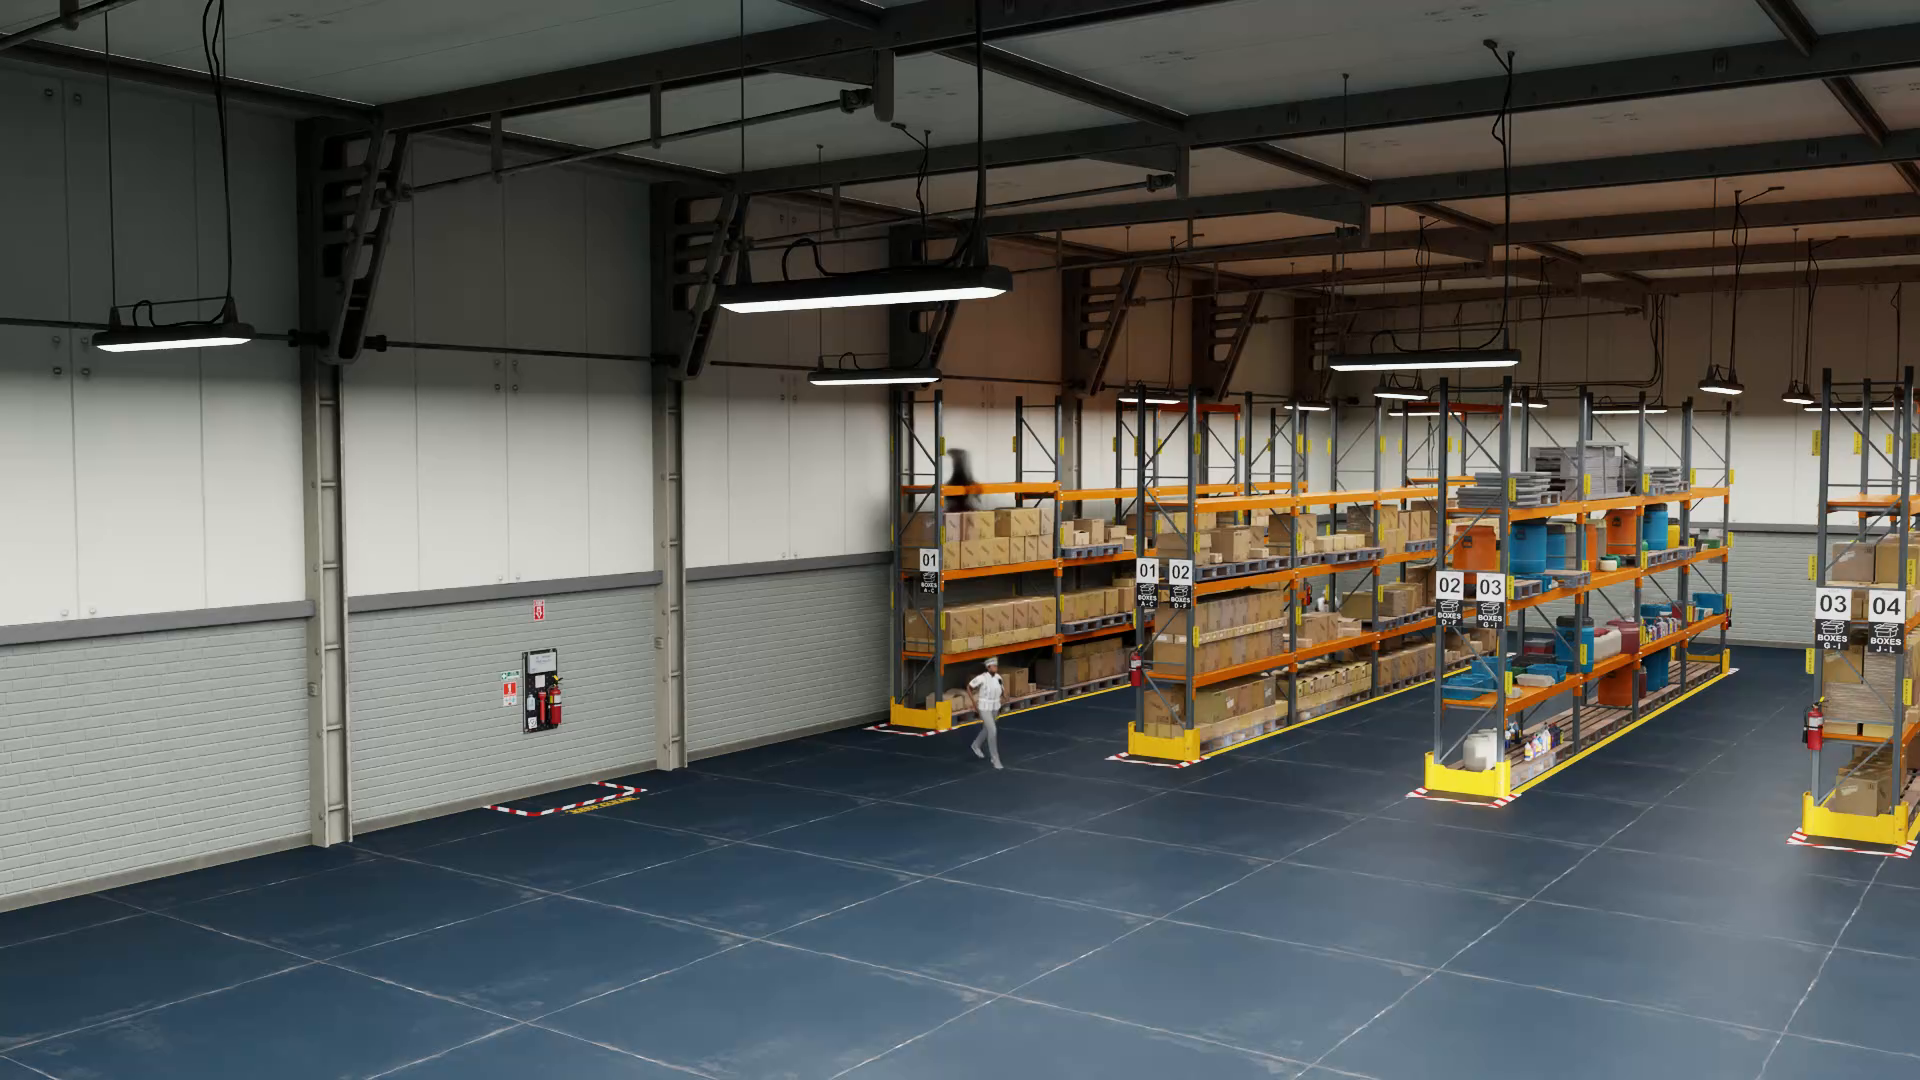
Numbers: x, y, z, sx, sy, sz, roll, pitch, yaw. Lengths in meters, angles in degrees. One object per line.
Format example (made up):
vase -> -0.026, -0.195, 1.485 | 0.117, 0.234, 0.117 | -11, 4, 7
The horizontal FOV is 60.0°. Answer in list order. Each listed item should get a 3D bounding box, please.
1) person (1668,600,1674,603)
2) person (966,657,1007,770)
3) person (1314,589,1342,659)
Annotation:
person -> 16.553, 2.087, 39.359 | 0.534, 1.419, 0.965 | -2, 4, -27
person -> 0.407, 2.688, 26.124 | 0.610, 1.738, 0.906 | -3, 4, -40
person -> 8.608, 1.975, 38.933 | 0.674, 1.705, 0.758 | 1, 3, 21
